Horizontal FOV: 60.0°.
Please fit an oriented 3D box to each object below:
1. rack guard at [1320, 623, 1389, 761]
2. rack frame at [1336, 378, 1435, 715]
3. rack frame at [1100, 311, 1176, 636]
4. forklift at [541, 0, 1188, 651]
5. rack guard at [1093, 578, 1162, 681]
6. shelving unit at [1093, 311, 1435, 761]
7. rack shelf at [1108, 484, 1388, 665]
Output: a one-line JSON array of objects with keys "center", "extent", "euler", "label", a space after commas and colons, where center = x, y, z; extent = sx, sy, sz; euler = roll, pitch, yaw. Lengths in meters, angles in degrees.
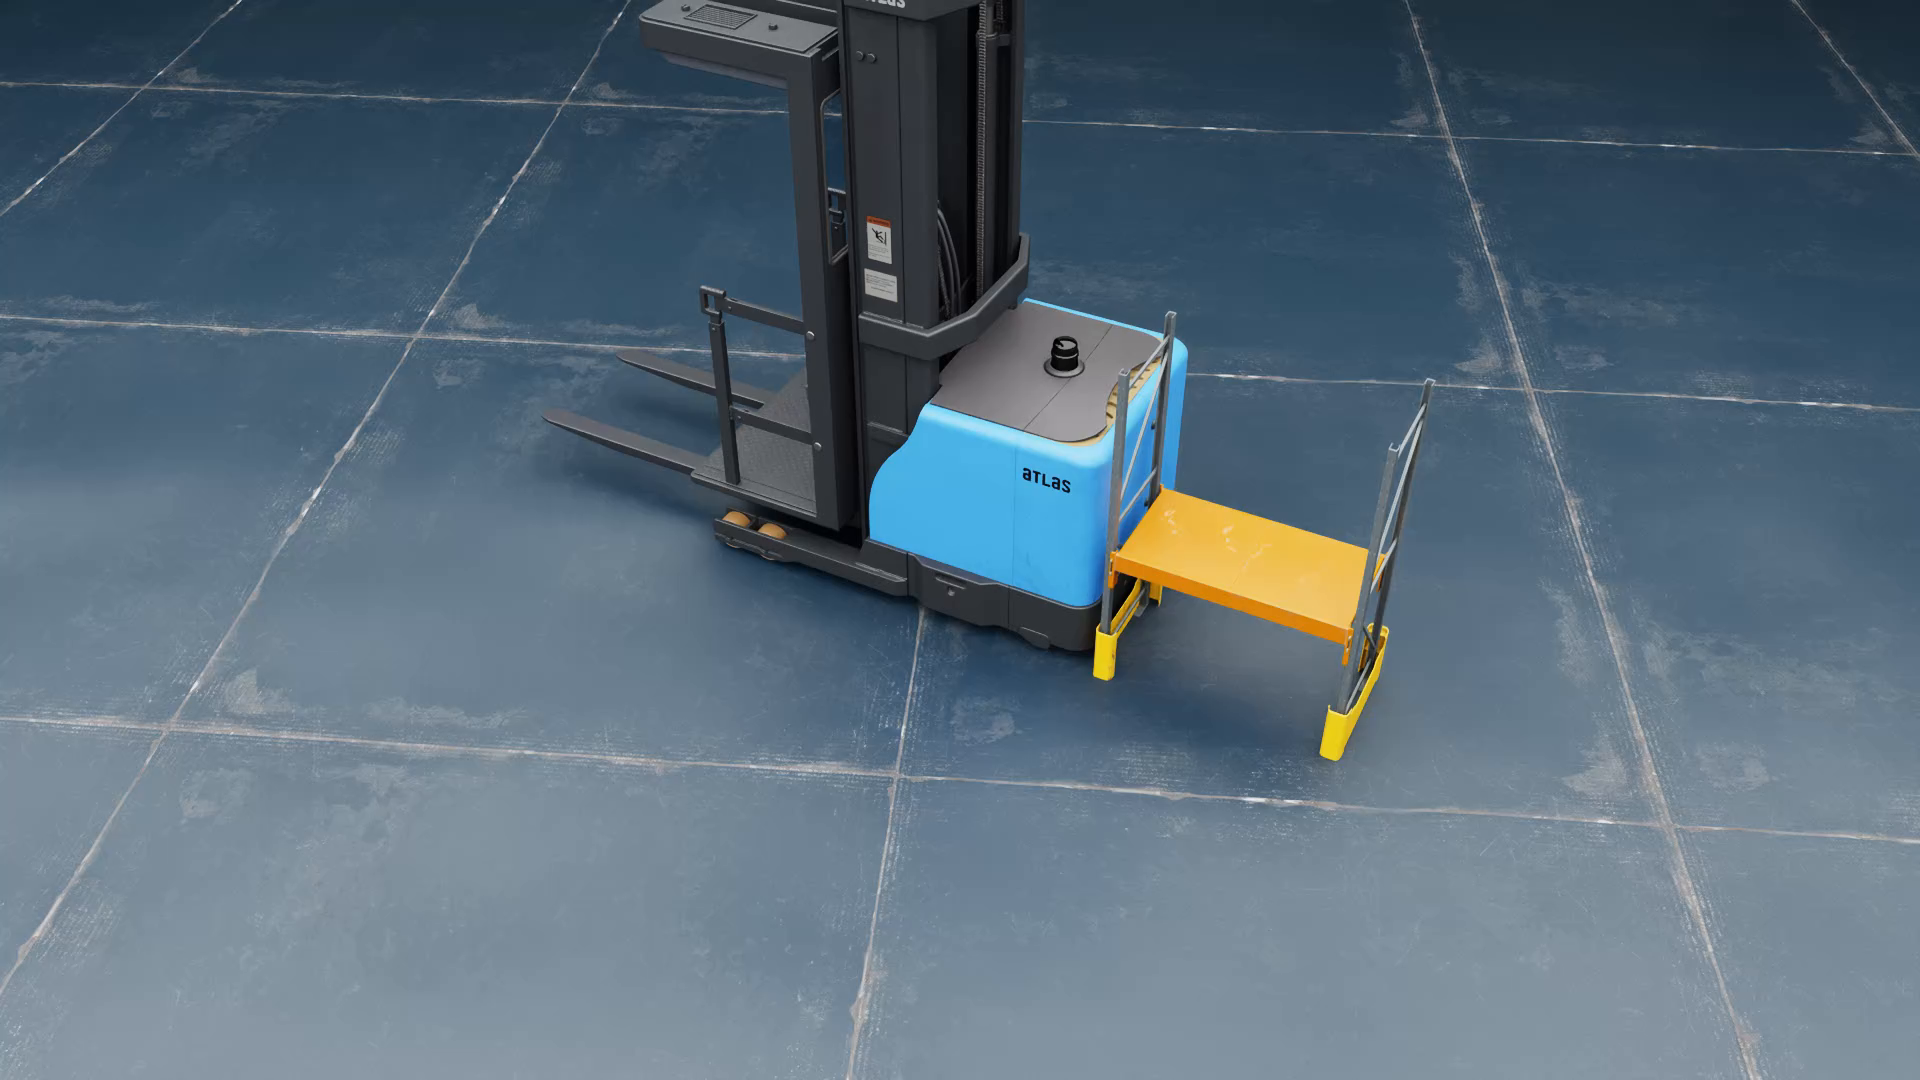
[{"center": [1.613, 0.616, 6.795], "extent": [0.087, 0.250, 0.587], "euler": [18, 43, 21], "label": "rack guard"}, {"center": [1.614, 0.132, 6.400], "extent": [0.032, 1.500, 0.500], "euler": [18, 43, 21], "label": "rack frame"}, {"center": [0.712, -0.165, 6.765], "extent": [0.032, 1.500, 0.500], "euler": [18, 43, 21], "label": "rack frame"}, {"center": [-0.559, -1.320, 7.050], "extent": [3.031, 2.935, 1.130], "euler": [18, 43, 21], "label": "forklift"}, {"center": [0.730, 0.325, 7.153], "extent": [0.087, 0.250, 0.587], "euler": [18, 43, 21], "label": "rack guard"}, {"center": [1.171, -0.014, 6.579], "extent": [1.083, 1.500, 0.587], "euler": [18, 43, 21], "label": "shelving unit"}, {"center": [1.163, 0.123, 6.696], "extent": [1.000, 0.185, 0.538], "euler": [18, 43, 21], "label": "rack shelf"}]
